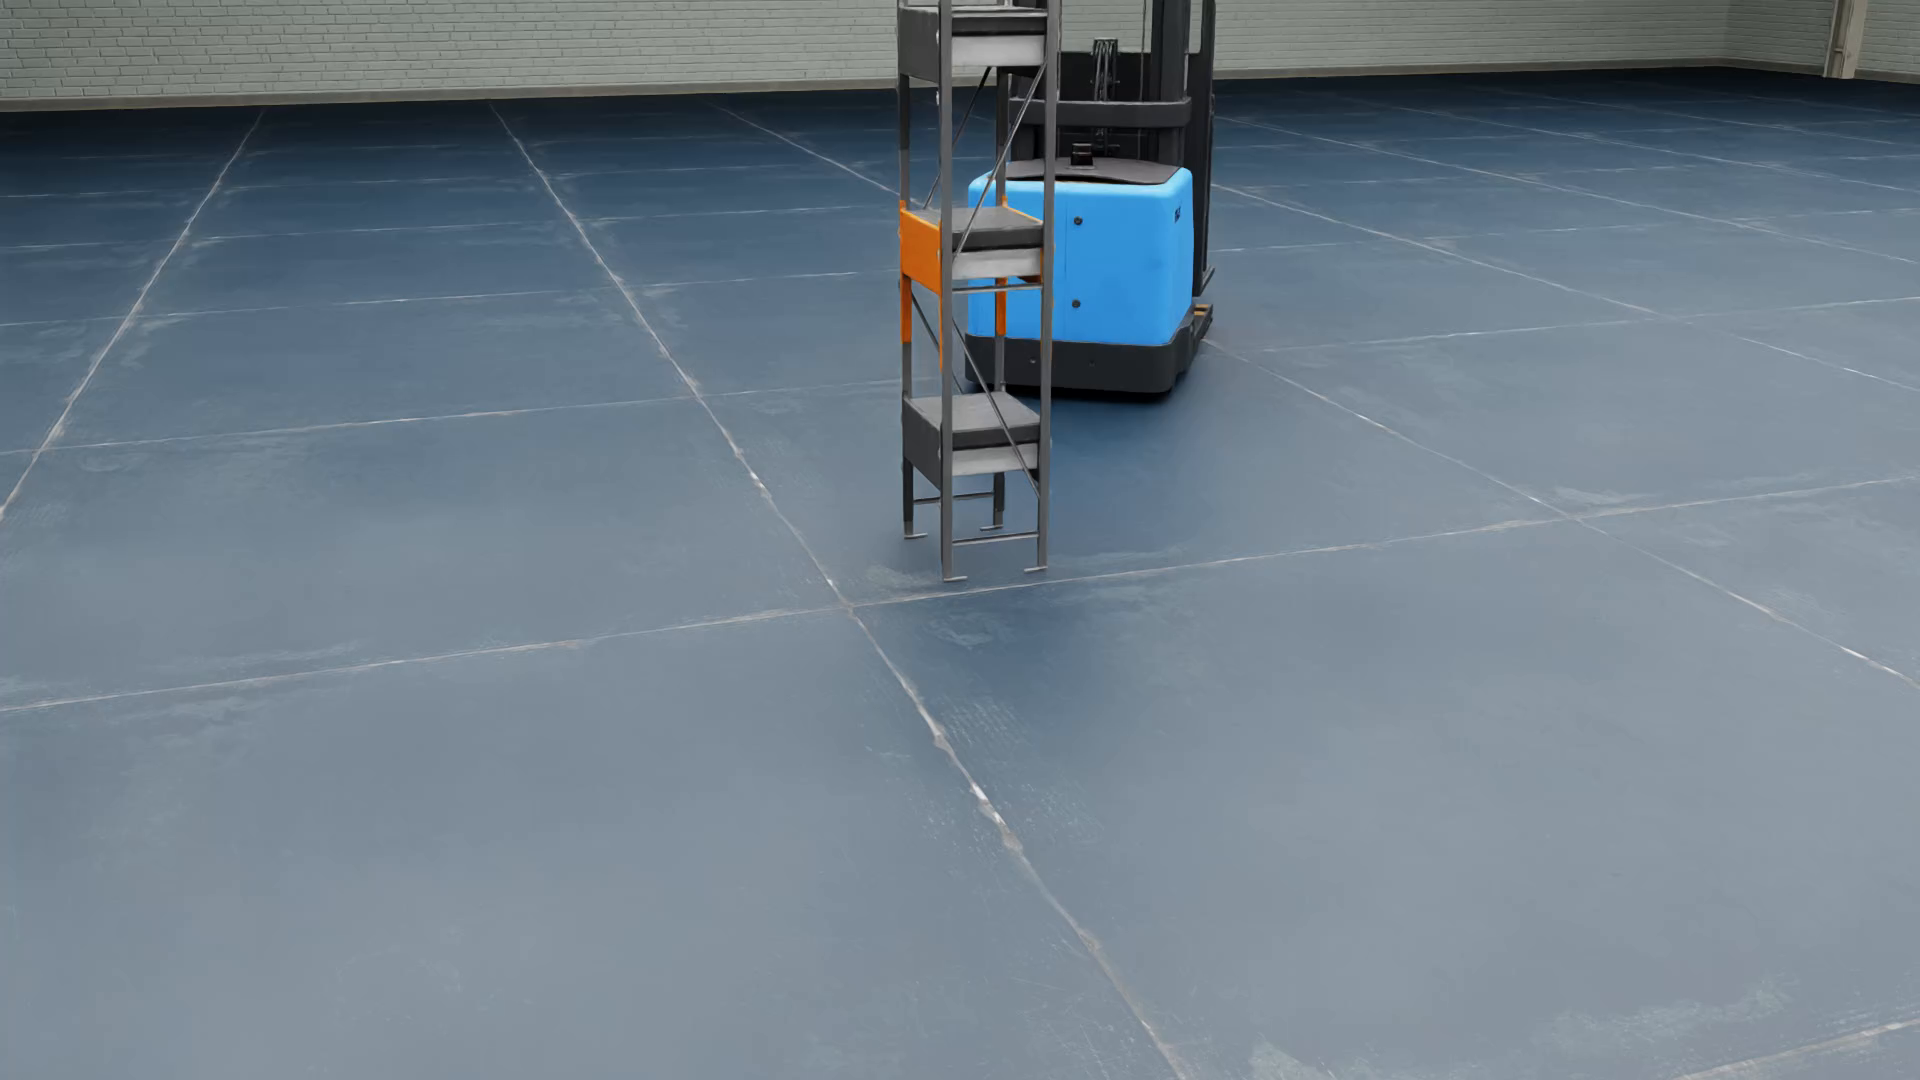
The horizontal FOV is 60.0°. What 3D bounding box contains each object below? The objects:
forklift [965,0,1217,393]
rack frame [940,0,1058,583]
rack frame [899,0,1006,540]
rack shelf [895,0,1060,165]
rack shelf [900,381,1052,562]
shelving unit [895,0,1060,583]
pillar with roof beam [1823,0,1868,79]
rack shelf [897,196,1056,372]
[{"bbox_3d":[0.880,-2.570,9.236,1.130,2.935,3.031,5,20,13],"label":"forklift"},{"bbox_3d":[0.129,-0.857,5.696,0.400,2.100,0.015,-6,21,-17],"label":"rack frame"},{"bbox_3d":[-0.025,-1.013,6.132,0.400,2.100,0.015,-6,21,-17],"label":"rack frame"},{"bbox_3d":[0.052,-1.581,5.682,0.431,0.518,0.480,-6,21,-17],"label":"rack shelf"},{"bbox_3d":[0.052,-0.263,6.155,0.431,0.518,0.480,-6,21,-17],"label":"rack shelf"},{"bbox_3d":[0.052,-0.935,5.914,0.431,2.100,0.503,-6,21,-17],"label":"shelving unit"},{"bbox_3d":[10.928,-11.679,25.620,9.100,9.000,0.400,-6,21,-17],"label":"pillar with roof beam"},{"bbox_3d":[0.052,-0.922,5.918,0.431,0.518,0.480,-6,21,-17],"label":"rack shelf"}]
